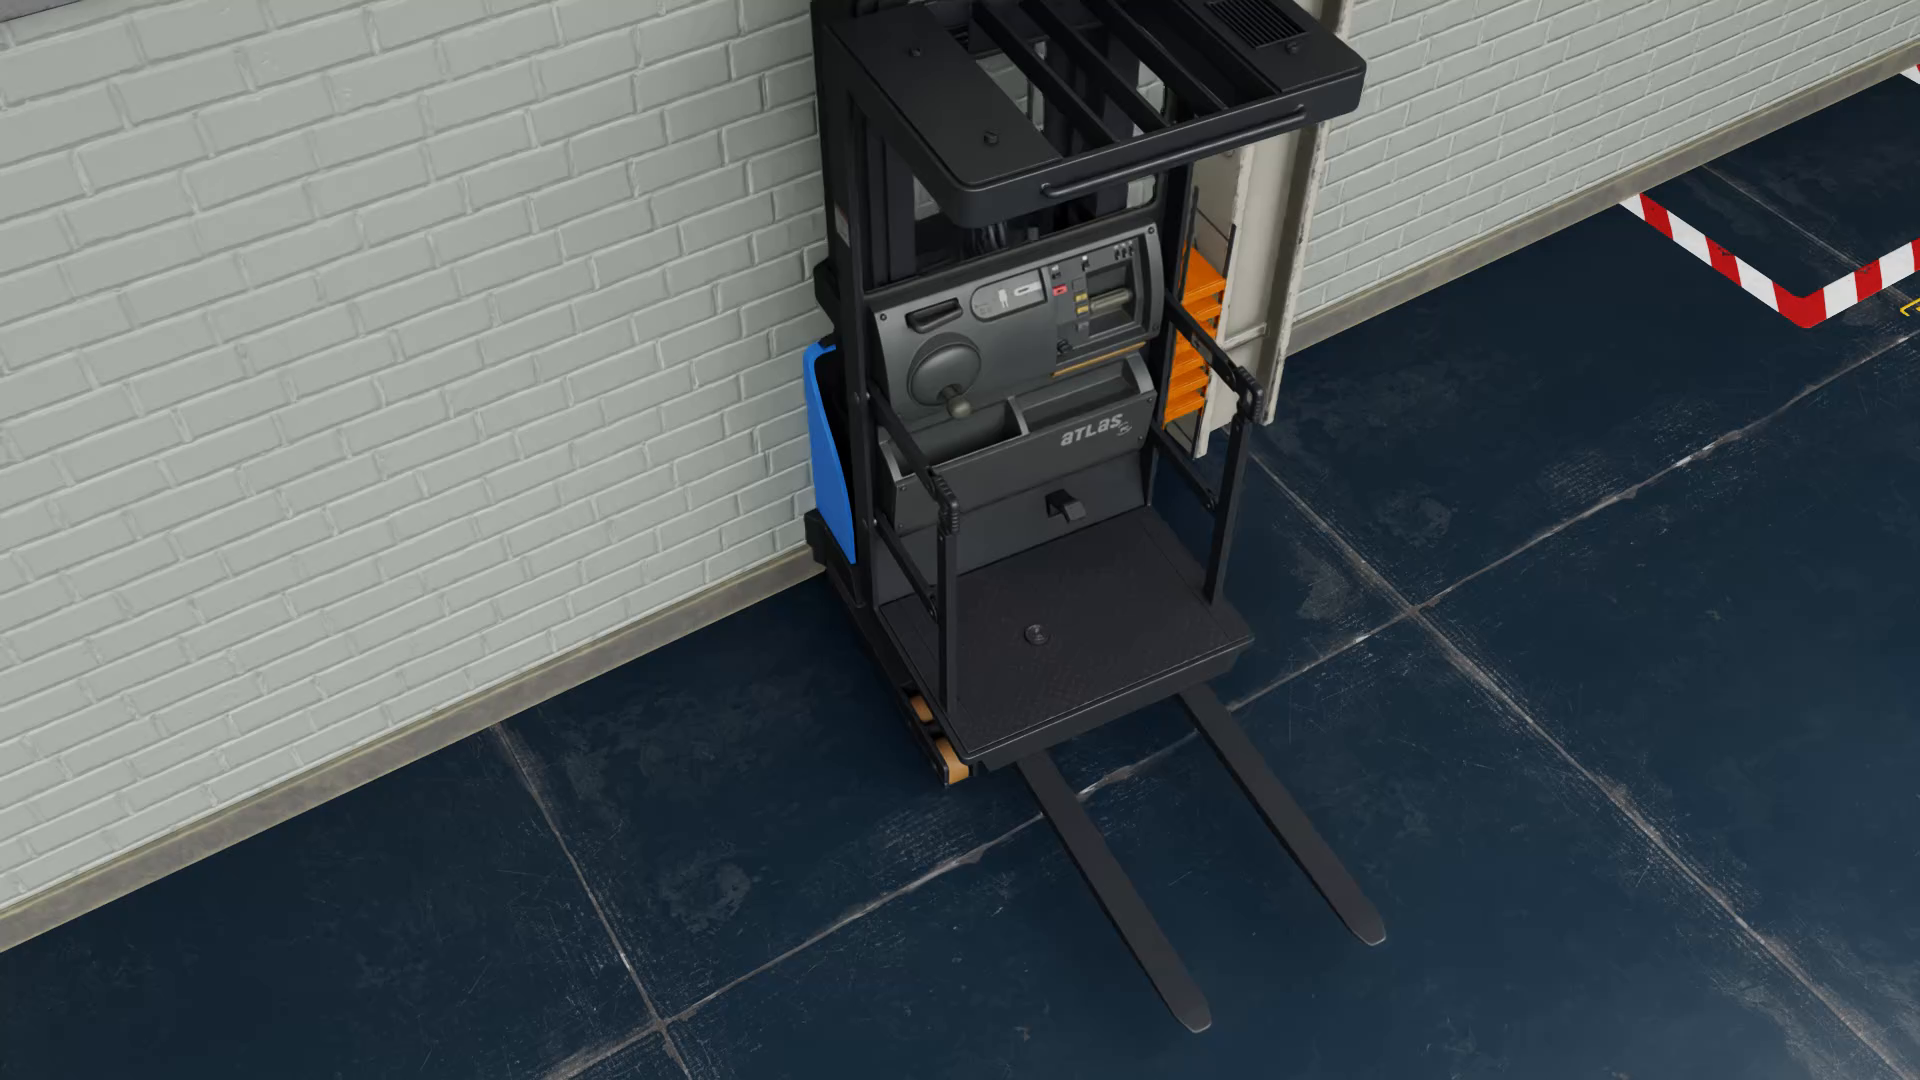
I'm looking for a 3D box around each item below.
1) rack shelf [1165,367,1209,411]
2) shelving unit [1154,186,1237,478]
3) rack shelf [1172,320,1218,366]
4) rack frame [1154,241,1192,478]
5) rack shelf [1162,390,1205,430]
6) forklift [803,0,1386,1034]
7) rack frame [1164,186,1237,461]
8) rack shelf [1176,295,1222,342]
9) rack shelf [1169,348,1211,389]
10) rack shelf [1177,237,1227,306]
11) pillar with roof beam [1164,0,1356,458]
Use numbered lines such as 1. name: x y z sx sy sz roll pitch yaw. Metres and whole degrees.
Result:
1. rack shelf: 0.780 -0.626 6.211 0.180 0.103 0.258 -24 56 -18
2. shelving unit: 0.781 -0.727 6.082 0.189 1.200 0.258 -24 56 -18
3. rack shelf: 0.782 -0.774 6.022 0.180 0.103 0.258 -24 56 -18
4. rack frame: 0.702 -0.692 6.053 0.006 1.200 0.240 -24 56 -18
5. rack shelf: 0.779 -0.551 6.306 0.180 0.103 0.258 -24 56 -18
6. forklift: 0.284 -0.550 4.777 1.130 2.935 3.031 -21 51 -17
7. rack frame: 0.861 -0.762 6.110 0.006 1.200 0.240 -24 56 -18
8. rack shelf: 0.783 -0.848 5.928 0.180 0.103 0.258 -24 56 -18
9. rack shelf: 0.781 -0.700 6.117 0.180 0.103 0.258 -24 56 -18
10. rack shelf: 0.784 -0.922 5.834 0.180 0.103 0.258 -24 56 -18
11. pillar with roof beam: 3.310 -0.770 0.910 0.400 9.000 9.100 -25 53 -21
